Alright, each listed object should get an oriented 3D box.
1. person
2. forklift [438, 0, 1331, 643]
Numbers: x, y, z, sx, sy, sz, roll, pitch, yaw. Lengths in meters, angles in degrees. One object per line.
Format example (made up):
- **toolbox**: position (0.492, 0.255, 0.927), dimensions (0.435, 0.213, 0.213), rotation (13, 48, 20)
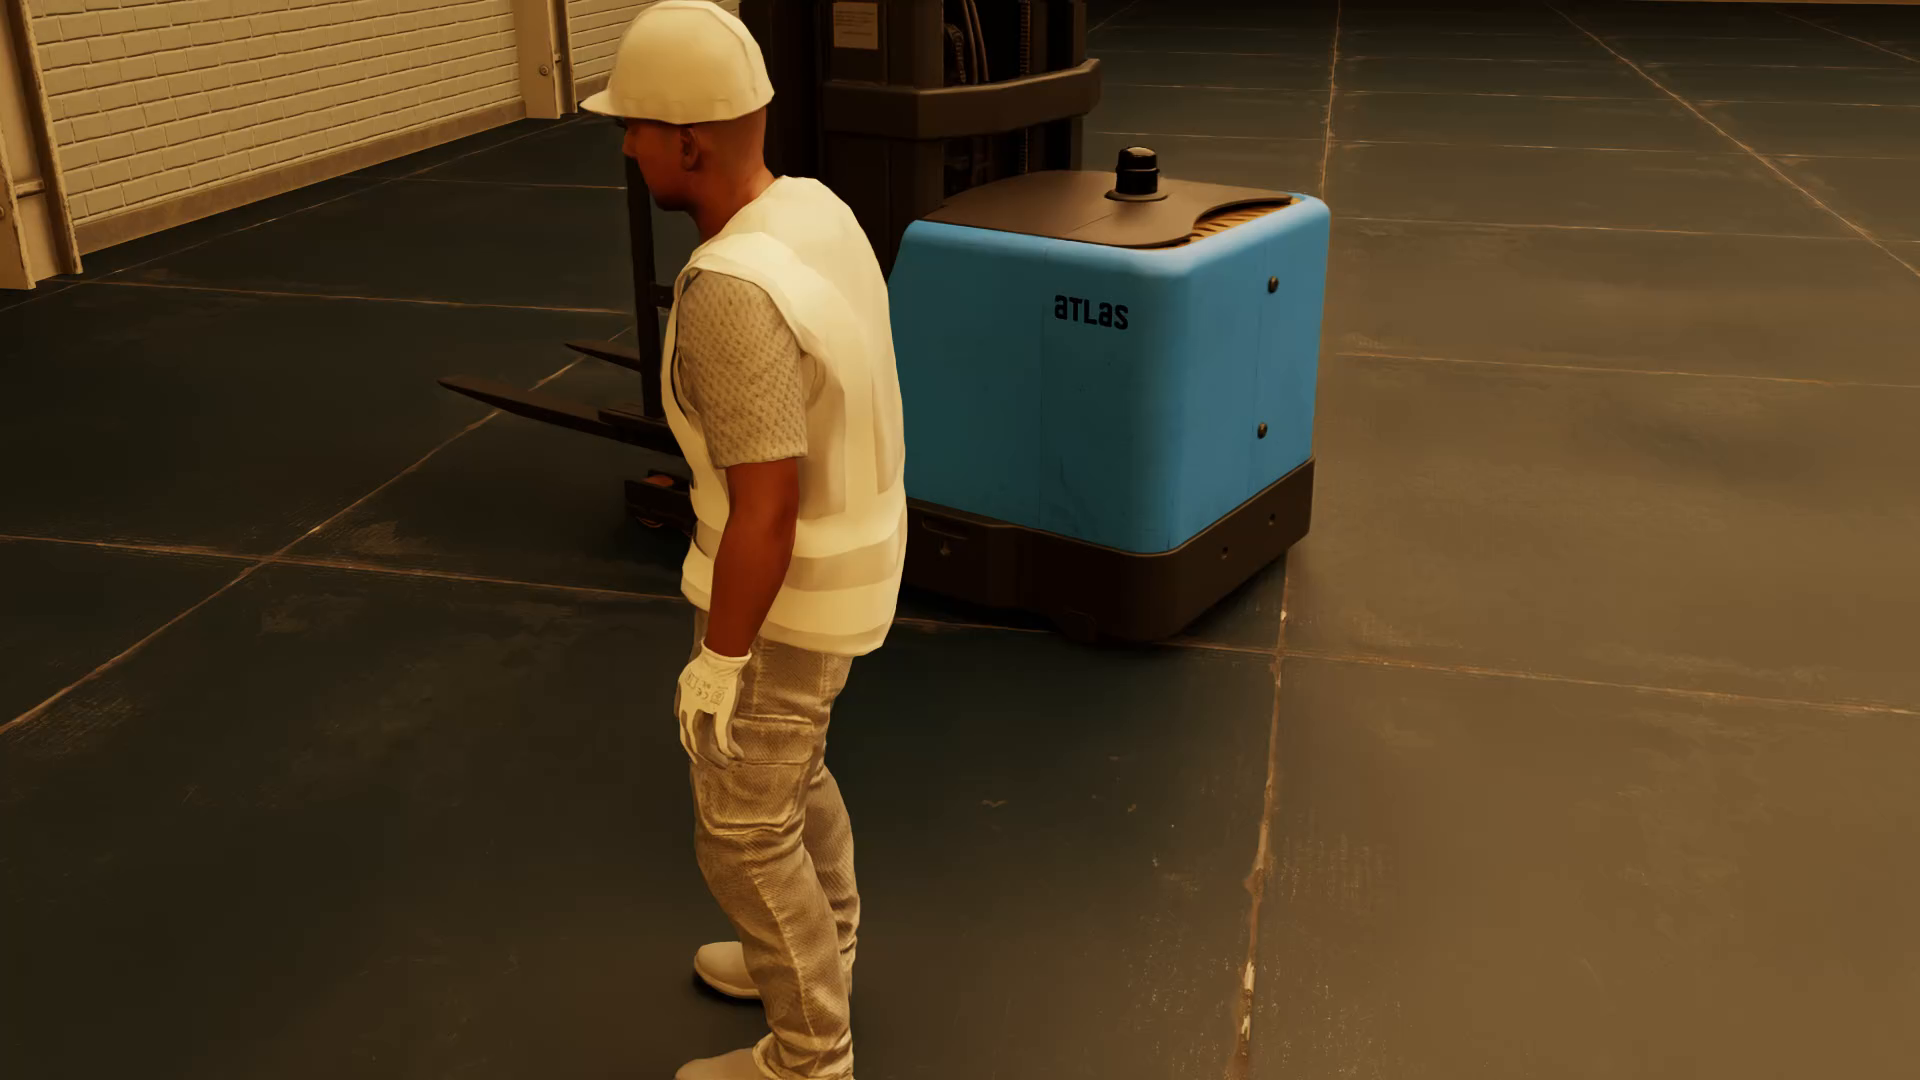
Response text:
- **person**: position (-0.305, 0.081, 2.608), dimensions (0.439, 1.772, 0.663), rotation (2, 22, 5)
- **forklift**: position (-0.441, -1.501, 4.948), dimensions (3.031, 2.935, 1.130), rotation (15, 26, 32)
